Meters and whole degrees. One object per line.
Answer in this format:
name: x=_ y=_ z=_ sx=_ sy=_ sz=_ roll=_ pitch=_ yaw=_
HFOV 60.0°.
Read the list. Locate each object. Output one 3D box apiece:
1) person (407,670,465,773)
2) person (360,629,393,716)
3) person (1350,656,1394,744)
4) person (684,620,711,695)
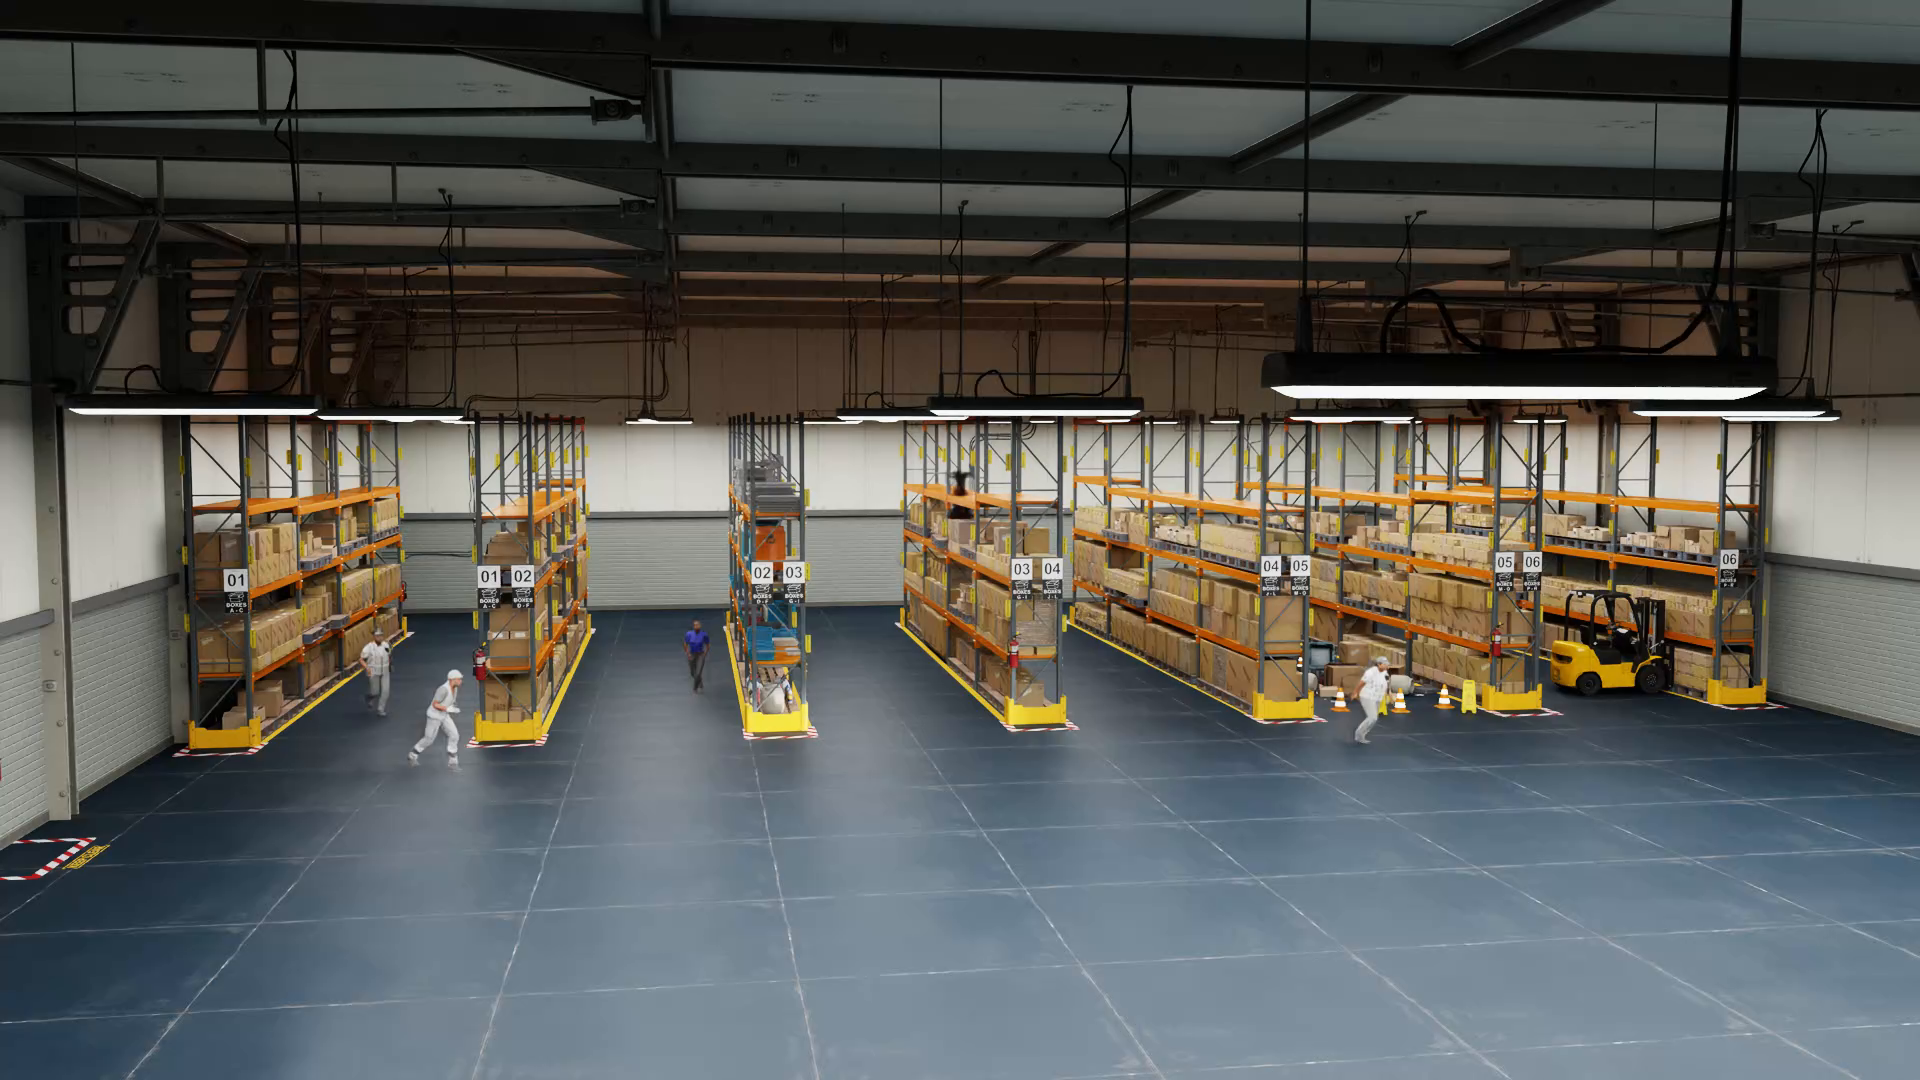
person: x=-8.722 y=3.014 z=27.650 sx=1.043 sy=1.735 sz=0.695 roll=1 pitch=4 yaw=10
person: x=-11.594 y=2.614 z=33.068 sx=0.670 sy=1.735 sz=0.715 roll=-3 pitch=5 yaw=-40
person: x=7.443 y=2.883 z=29.974 sx=0.621 sy=1.612 sz=0.652 roll=-3 pitch=5 yaw=-34
person: x=-5.645 y=2.505 z=35.763 sx=0.564 sy=1.608 sz=0.558 roll=0 pitch=4 yaw=-1
